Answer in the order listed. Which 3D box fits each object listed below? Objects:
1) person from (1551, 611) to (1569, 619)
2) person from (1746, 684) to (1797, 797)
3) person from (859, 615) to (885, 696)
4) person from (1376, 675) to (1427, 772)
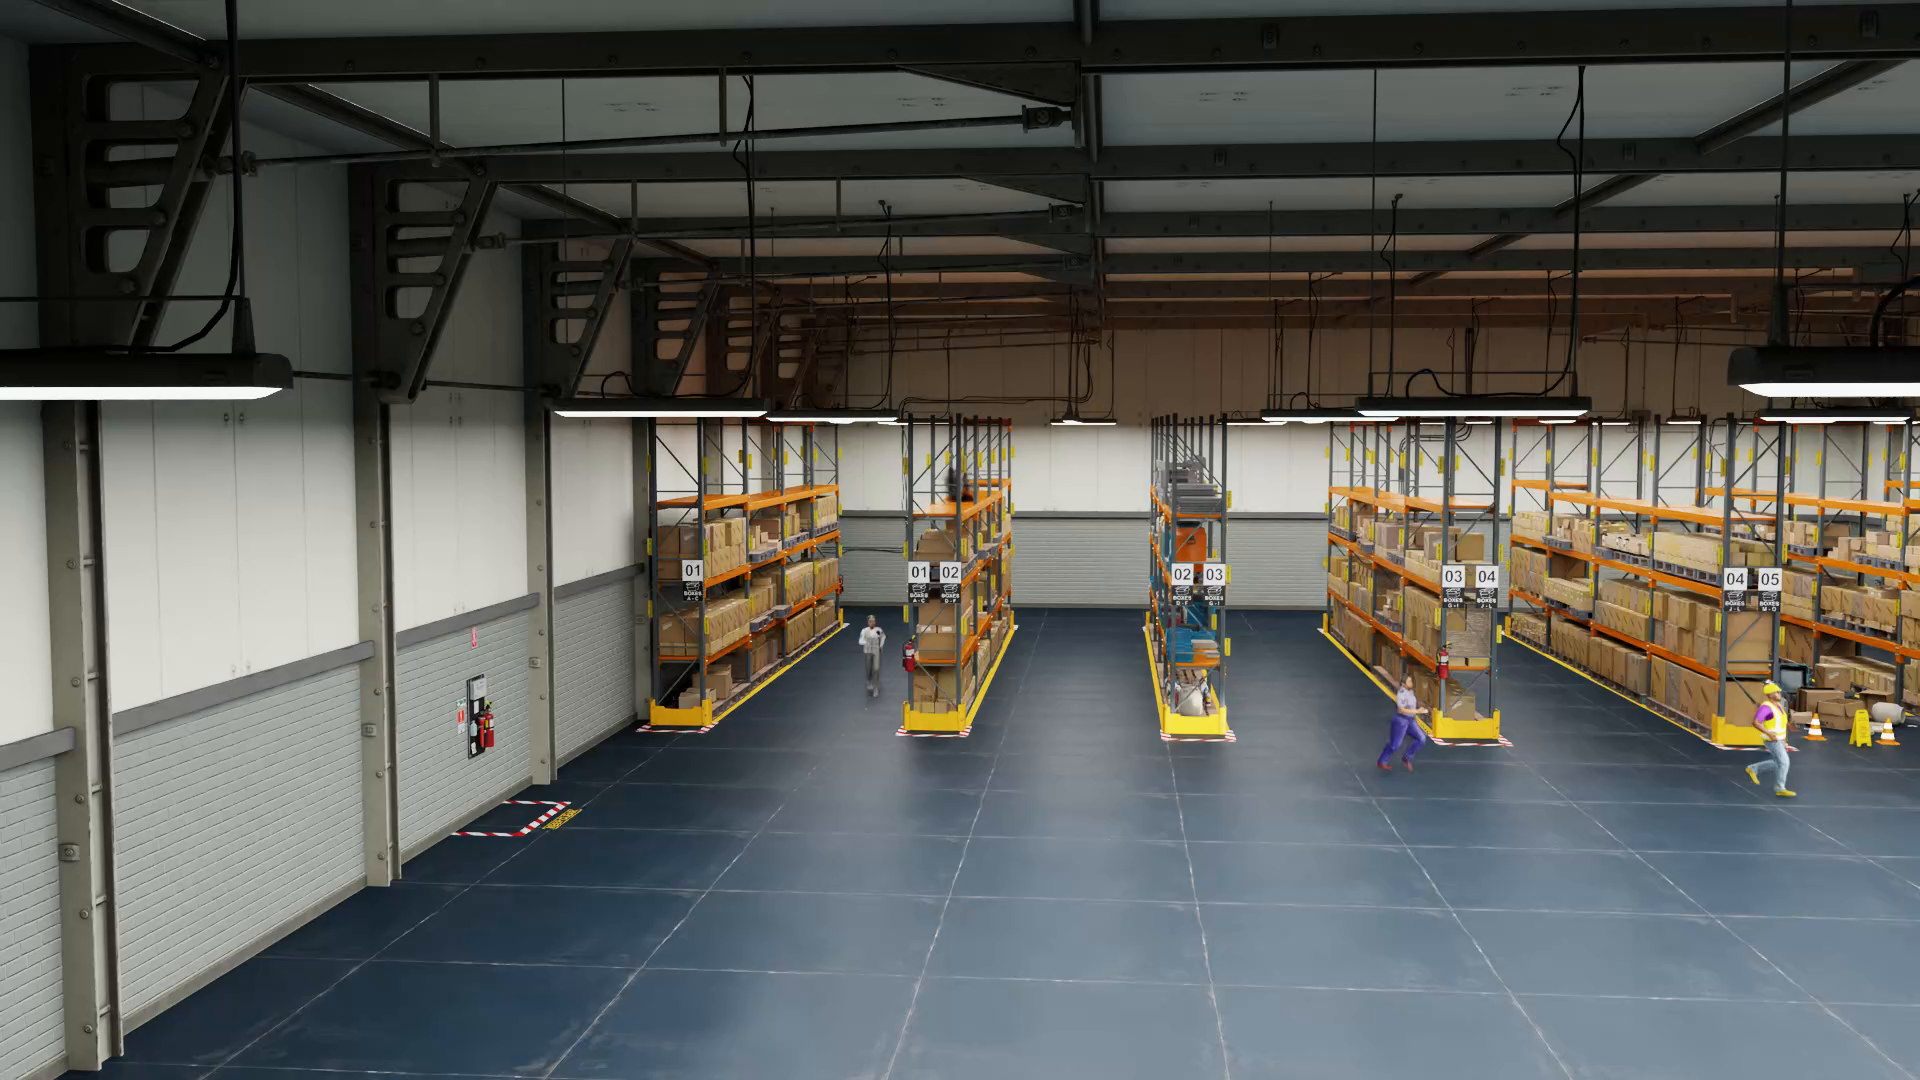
[{"bbox_3d":[16.991,1.680,47.244,0.875,1.823,0.726,1,4,9],"label":"person"},{"bbox_3d":[12.674,3.110,25.989,0.786,1.733,0.712,4,5,44],"label":"person"},{"bbox_3d":[-1.897,2.468,35.833,0.557,1.737,0.816,0,4,-1],"label":"person"},{"bbox_3d":[7.370,3.046,27.606,0.834,1.635,0.606,3,5,39],"label":"person"}]
